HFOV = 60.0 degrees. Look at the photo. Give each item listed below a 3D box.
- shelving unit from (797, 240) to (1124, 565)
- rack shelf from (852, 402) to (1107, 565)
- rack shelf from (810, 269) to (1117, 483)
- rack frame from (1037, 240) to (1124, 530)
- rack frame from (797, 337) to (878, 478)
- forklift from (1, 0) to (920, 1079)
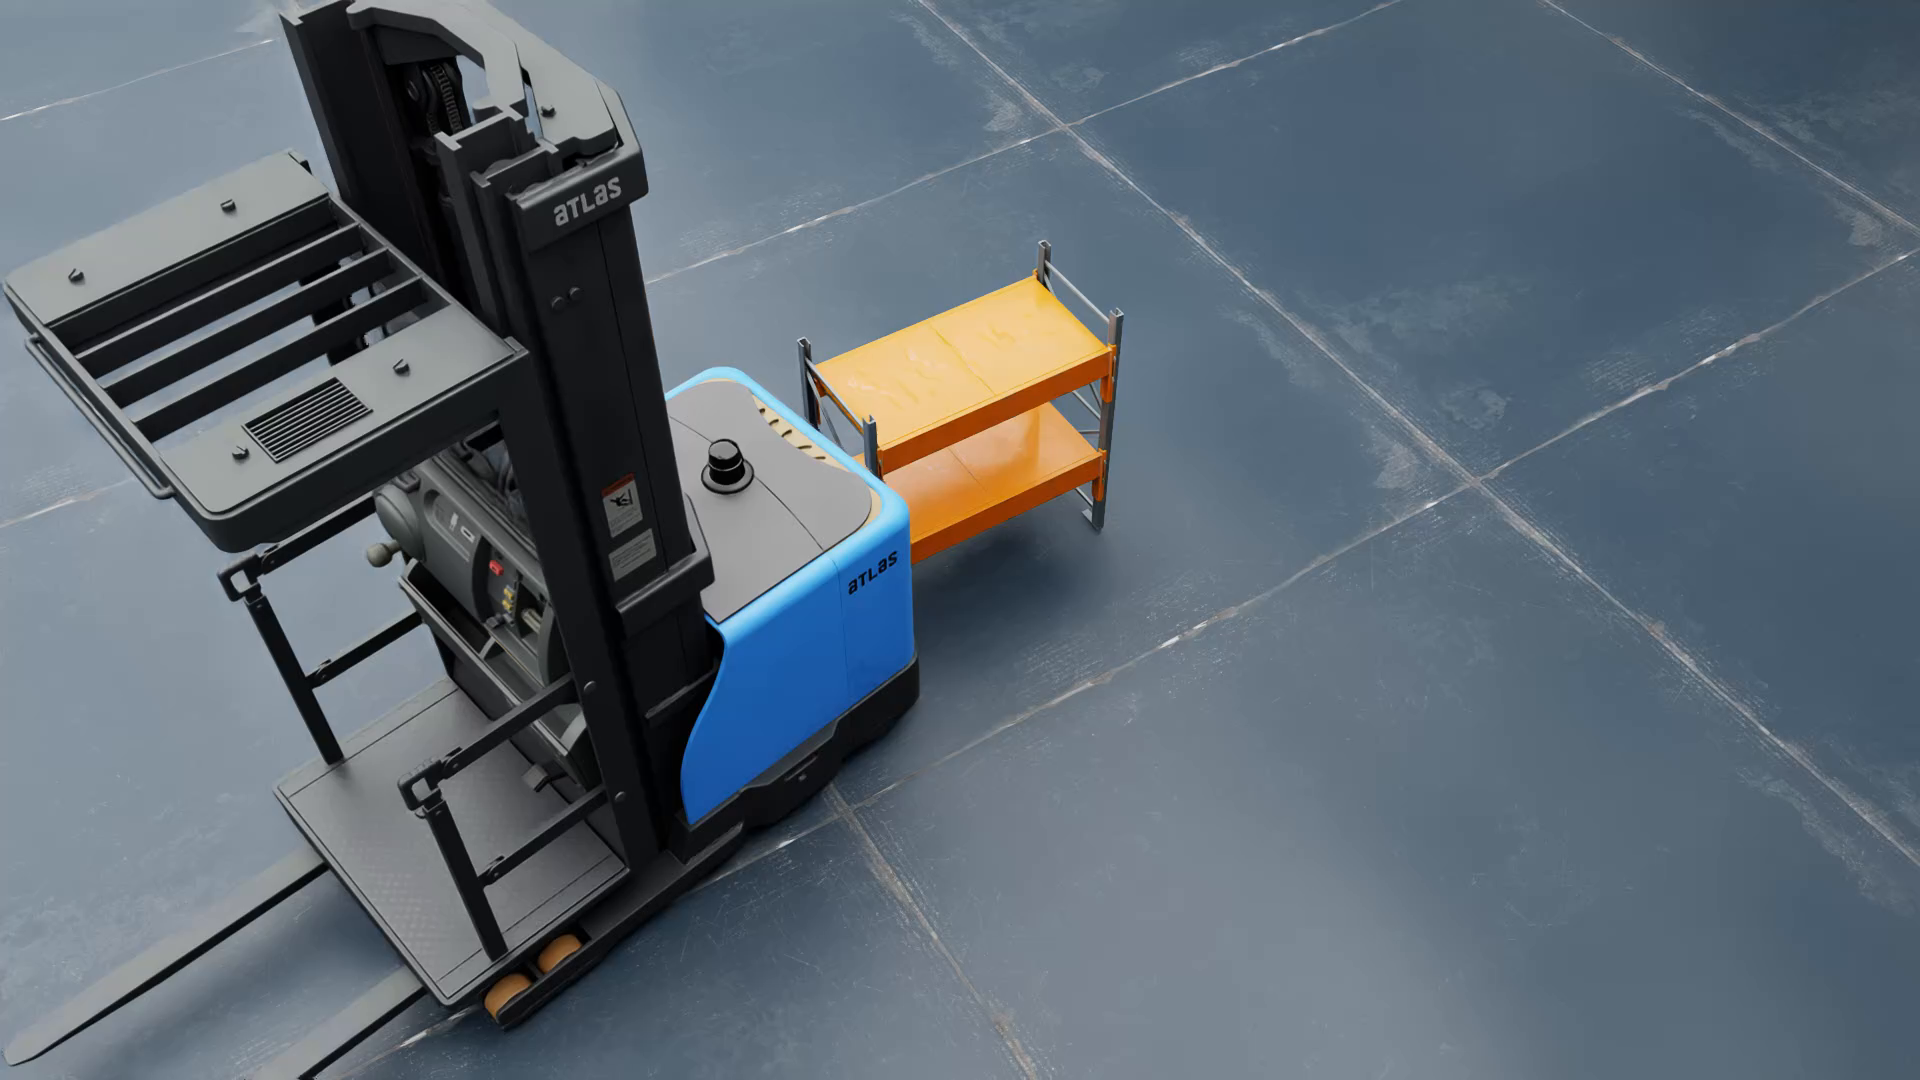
[{"bbox_3d":[0.006,-0.377,6.278,1.048,1.125,0.538,-25,53,-21],"label":"shelving unit"},{"bbox_3d":[0.006,-0.214,6.460,1.000,0.278,0.538,-25,53,-21],"label":"rack shelf"},{"bbox_3d":[0.006,-0.571,6.059,1.000,0.278,0.538,-25,53,-21],"label":"rack shelf"},{"bbox_3d":[0.436,-0.579,6.458,0.032,1.125,0.500,-25,53,-21],"label":"rack frame"},{"bbox_3d":[-0.424,-0.174,6.097,0.032,1.125,0.500,-25,53,-21],"label":"rack frame"},{"bbox_3d":[-1.563,0.124,4.622,3.031,2.935,1.130,-35,57,-27],"label":"forklift"}]
